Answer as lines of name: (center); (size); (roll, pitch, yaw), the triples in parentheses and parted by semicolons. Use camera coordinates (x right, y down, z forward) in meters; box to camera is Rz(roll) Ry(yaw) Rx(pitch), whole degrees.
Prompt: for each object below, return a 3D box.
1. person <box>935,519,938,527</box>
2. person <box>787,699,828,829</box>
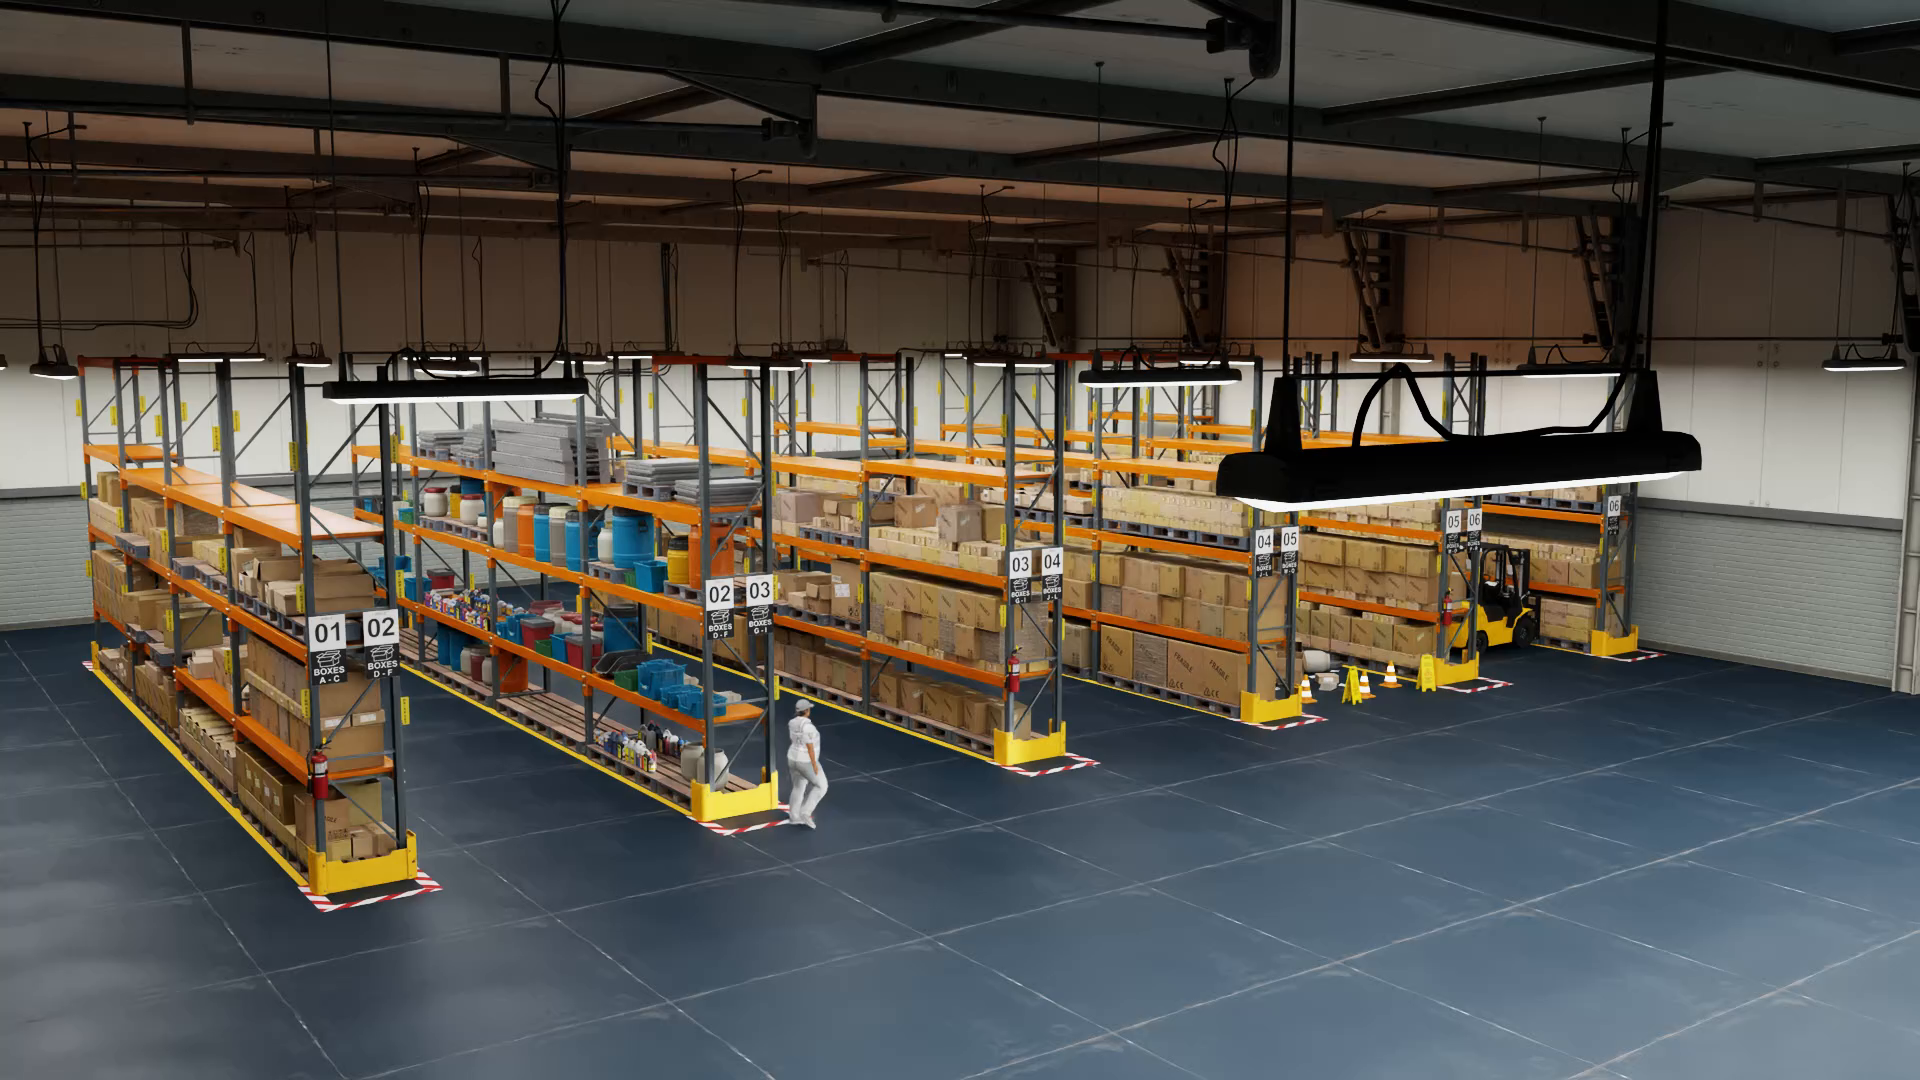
person: (-0.731, 0.027, 44.634); (0.630, 1.754, 0.552); (-6, 9, -38)
person: (-2.012, 2.893, 21.607); (0.433, 1.684, 0.507); (-5, 9, -36)
